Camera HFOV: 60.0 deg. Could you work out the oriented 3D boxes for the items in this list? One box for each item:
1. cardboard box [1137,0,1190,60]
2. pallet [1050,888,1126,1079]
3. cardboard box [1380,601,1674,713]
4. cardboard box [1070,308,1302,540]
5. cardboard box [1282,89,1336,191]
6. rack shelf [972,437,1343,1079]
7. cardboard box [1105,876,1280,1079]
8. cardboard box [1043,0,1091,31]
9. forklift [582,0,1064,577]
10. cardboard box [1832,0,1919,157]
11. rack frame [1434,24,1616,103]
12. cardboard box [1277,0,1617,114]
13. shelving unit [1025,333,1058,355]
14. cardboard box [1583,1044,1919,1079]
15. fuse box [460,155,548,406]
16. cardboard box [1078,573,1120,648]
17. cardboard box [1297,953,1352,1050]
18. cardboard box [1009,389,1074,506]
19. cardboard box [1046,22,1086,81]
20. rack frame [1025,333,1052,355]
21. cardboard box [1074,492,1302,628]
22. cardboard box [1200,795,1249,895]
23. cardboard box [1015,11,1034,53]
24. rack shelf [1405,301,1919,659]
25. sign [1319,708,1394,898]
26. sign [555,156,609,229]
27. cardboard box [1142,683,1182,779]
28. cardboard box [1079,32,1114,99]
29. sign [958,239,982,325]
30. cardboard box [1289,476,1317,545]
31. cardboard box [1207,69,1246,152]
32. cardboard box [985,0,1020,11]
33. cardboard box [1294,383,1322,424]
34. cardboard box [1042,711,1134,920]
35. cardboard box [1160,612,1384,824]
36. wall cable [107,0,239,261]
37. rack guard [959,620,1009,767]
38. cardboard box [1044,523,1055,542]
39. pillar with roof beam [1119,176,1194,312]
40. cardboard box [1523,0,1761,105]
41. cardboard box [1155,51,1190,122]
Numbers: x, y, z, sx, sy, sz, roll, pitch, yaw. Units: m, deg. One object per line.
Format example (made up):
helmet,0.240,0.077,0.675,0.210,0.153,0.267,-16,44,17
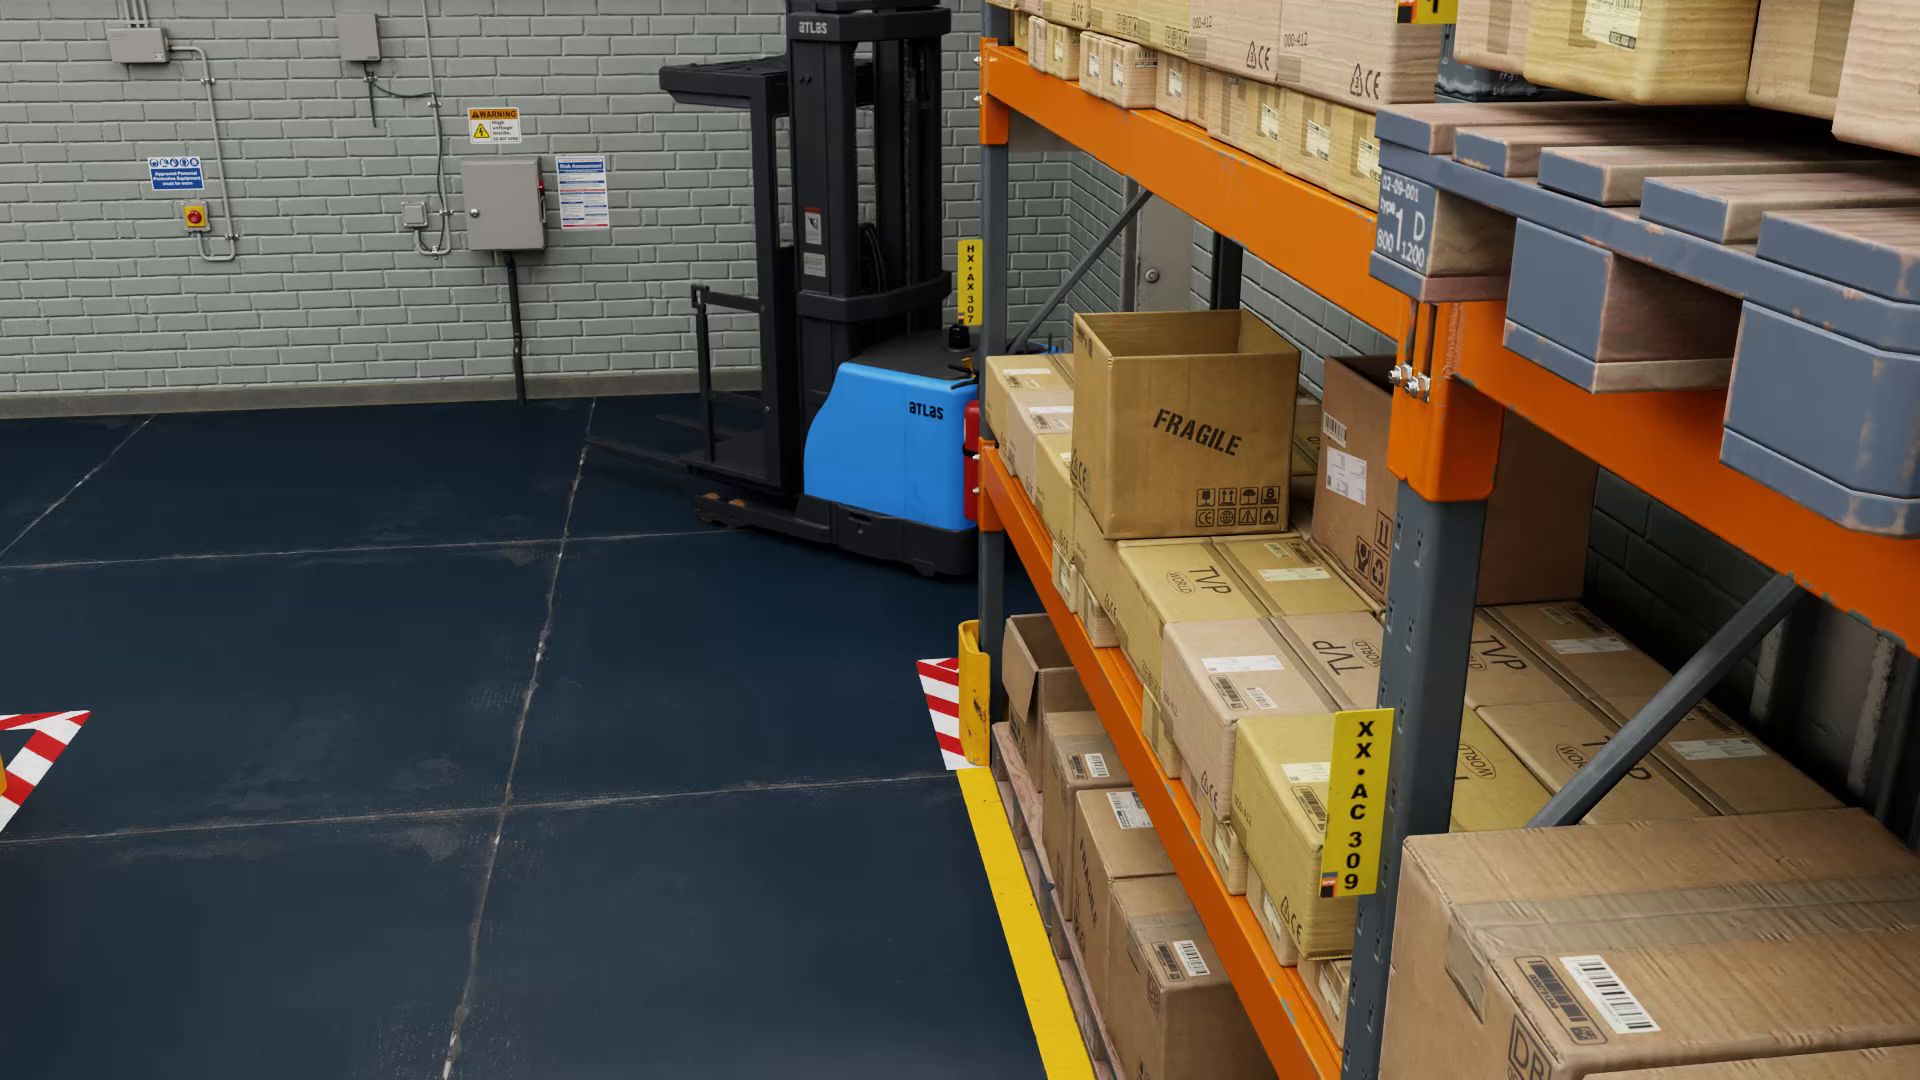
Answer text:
cardboard box,0.690,-1.199,3.640,0.500,0.250,0.500,-2,21,-7
pallet,0.878,1.433,5.079,1.003,0.211,1.213,-3,21,-8
cardboard box,1.272,0.360,3.754,0.500,0.250,0.500,-3,21,-8
cardboard box,0.594,-0.328,4.524,0.500,0.500,0.500,-2,21,-6
cardboard box,0.779,-0.694,2.860,0.380,0.149,0.250,-3,21,-8
rack shelf,0.867,0.432,4.800,1.077,0.370,4.000,-3,21,-8
cardboard box,0.808,1.251,4.553,0.700,0.500,0.500,-4,21,-10
cardboard box,0.527,-1.551,4.585,0.500,0.250,0.500,-4,21,-9
forklift,-0.908,-1.568,9.225,3.031,2.935,1.130,14,25,33
cardboard box,0.893,-0.354,1.206,0.380,0.149,0.250,-3,21,-7
rack frame,1.155,-2.023,1.771,1.000,3.000,0.127,-3,21,-8
cardboard box,0.838,-0.841,2.683,0.500,0.250,0.500,-3,21,-8
shelving unit,0.479,-0.464,8.744,0.189,1.200,0.258,14,25,33
cardboard box,1.079,0.902,1.771,0.700,0.500,0.500,-3,21,-7
fuse box,-3.069,-1.749,11.453,0.539,1.711,0.414,-3,21,-8
cardboard box,0.549,0.187,4.788,0.380,0.149,0.250,-2,21,-7
cardboard box,0.860,0.808,3.126,0.380,0.149,0.250,-3,21,-7
cardboard box,0.451,-0.321,5.578,0.500,0.250,0.500,-3,21,-7
cardboard box,0.458,-1.402,4.754,0.380,0.149,0.250,-3,21,-8
rack frame,0.405,-0.483,8.794,0.006,1.200,0.240,14,25,33
cardboard box,0.622,0.030,4.638,0.500,0.250,0.500,-3,21,-9
cardboard box,0.739,0.630,3.602,0.380,0.149,0.250,-2,21,-6
cardboard box,0.395,-1.763,5.721,0.380,0.149,0.250,-2,21,-7
rack shelf,1.444,0.412,0.567,1.077,0.370,4.000,-3,21,-8
sign,0.620,0.412,2.589,0.100,0.325,0.005,-3,21,-8
sign,-2.610,-2.404,11.502,0.329,0.494,0.001,-3,21,-8
cardboard box,0.664,0.451,4.082,0.380,0.149,0.250,-3,21,-9
cardboard box,0.520,-1.227,4.286,0.380,0.149,0.250,-3,21,-8
sign,0.042,-0.975,6.304,0.100,0.325,0.005,-3,21,-8
cardboard box,1.123,0.011,4.690,0.500,0.250,0.500,-3,21,-8
cardboard box,0.718,-0.873,3.339,0.380,0.149,0.250,-3,21,-8
cardboard box,0.372,-1.904,5.530,0.500,0.250,0.500,-3,21,-8
cardboard box,0.981,-0.342,5.634,0.500,0.250,0.500,-3,21,-8
cardboard box,0.658,0.891,5.515,0.700,0.500,0.500,-2,21,-6
cardboard box,0.754,0.382,3.696,0.500,0.250,0.500,-3,21,-8
wall cable,-5.168,-2.787,10.895,0.585,1.953,0.123,-3,21,-8
rack guard,0.590,0.600,6.895,1.175,0.500,0.348,-3,21,-8
cardboard box,0.485,-0.086,5.520,0.380,0.149,0.250,-2,21,-6
pillar with roof beam,-3.178,-4.170,7.519,9.100,9.000,0.400,-3,21,-8
cardboard box,0.808,-0.529,1.673,0.380,0.149,0.250,-3,21,-7
cardboard box,0.666,-1.054,3.823,0.380,0.149,0.250,-3,21,-7
